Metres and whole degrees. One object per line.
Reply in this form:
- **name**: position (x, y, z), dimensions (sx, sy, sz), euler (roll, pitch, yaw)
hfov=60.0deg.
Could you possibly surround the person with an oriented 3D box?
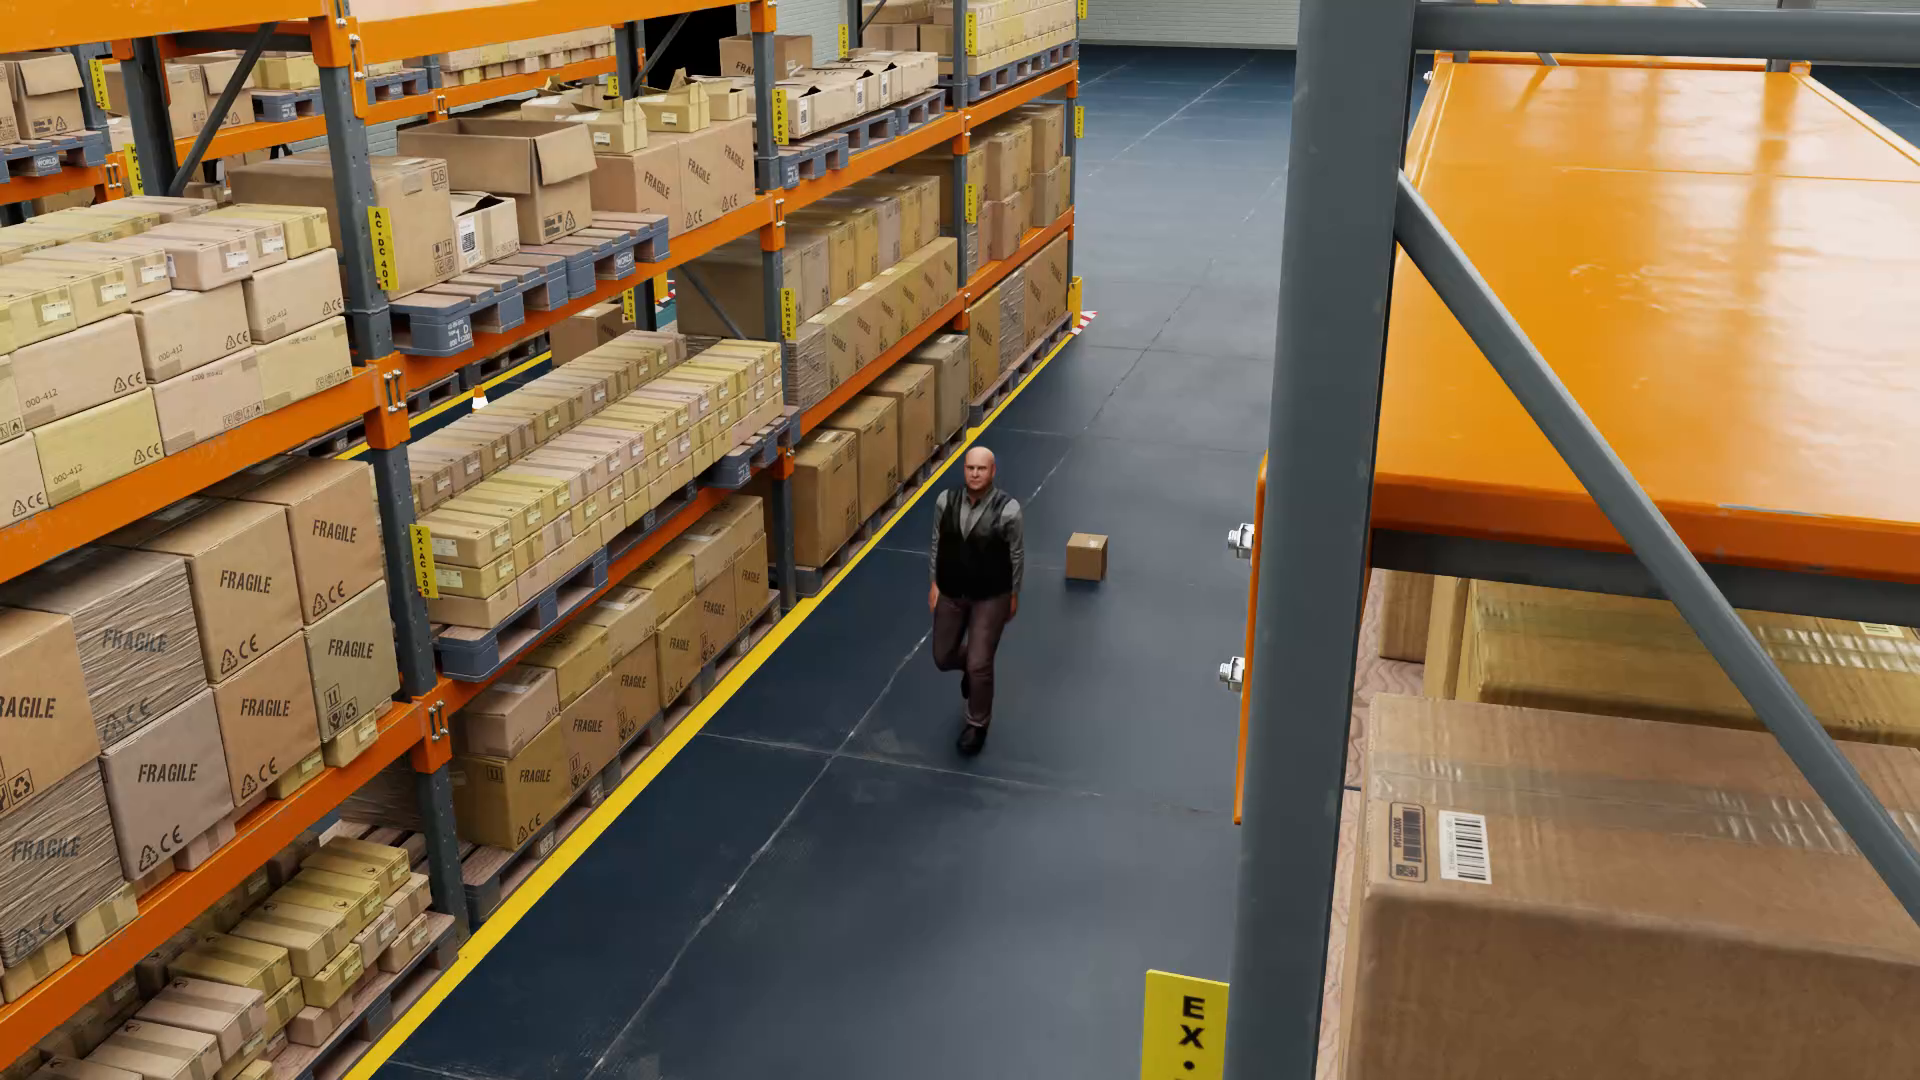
- **person**: position (0.093, 0.286, 9.353), dimensions (0.539, 1.702, 0.706), euler (9, 23, 21)
